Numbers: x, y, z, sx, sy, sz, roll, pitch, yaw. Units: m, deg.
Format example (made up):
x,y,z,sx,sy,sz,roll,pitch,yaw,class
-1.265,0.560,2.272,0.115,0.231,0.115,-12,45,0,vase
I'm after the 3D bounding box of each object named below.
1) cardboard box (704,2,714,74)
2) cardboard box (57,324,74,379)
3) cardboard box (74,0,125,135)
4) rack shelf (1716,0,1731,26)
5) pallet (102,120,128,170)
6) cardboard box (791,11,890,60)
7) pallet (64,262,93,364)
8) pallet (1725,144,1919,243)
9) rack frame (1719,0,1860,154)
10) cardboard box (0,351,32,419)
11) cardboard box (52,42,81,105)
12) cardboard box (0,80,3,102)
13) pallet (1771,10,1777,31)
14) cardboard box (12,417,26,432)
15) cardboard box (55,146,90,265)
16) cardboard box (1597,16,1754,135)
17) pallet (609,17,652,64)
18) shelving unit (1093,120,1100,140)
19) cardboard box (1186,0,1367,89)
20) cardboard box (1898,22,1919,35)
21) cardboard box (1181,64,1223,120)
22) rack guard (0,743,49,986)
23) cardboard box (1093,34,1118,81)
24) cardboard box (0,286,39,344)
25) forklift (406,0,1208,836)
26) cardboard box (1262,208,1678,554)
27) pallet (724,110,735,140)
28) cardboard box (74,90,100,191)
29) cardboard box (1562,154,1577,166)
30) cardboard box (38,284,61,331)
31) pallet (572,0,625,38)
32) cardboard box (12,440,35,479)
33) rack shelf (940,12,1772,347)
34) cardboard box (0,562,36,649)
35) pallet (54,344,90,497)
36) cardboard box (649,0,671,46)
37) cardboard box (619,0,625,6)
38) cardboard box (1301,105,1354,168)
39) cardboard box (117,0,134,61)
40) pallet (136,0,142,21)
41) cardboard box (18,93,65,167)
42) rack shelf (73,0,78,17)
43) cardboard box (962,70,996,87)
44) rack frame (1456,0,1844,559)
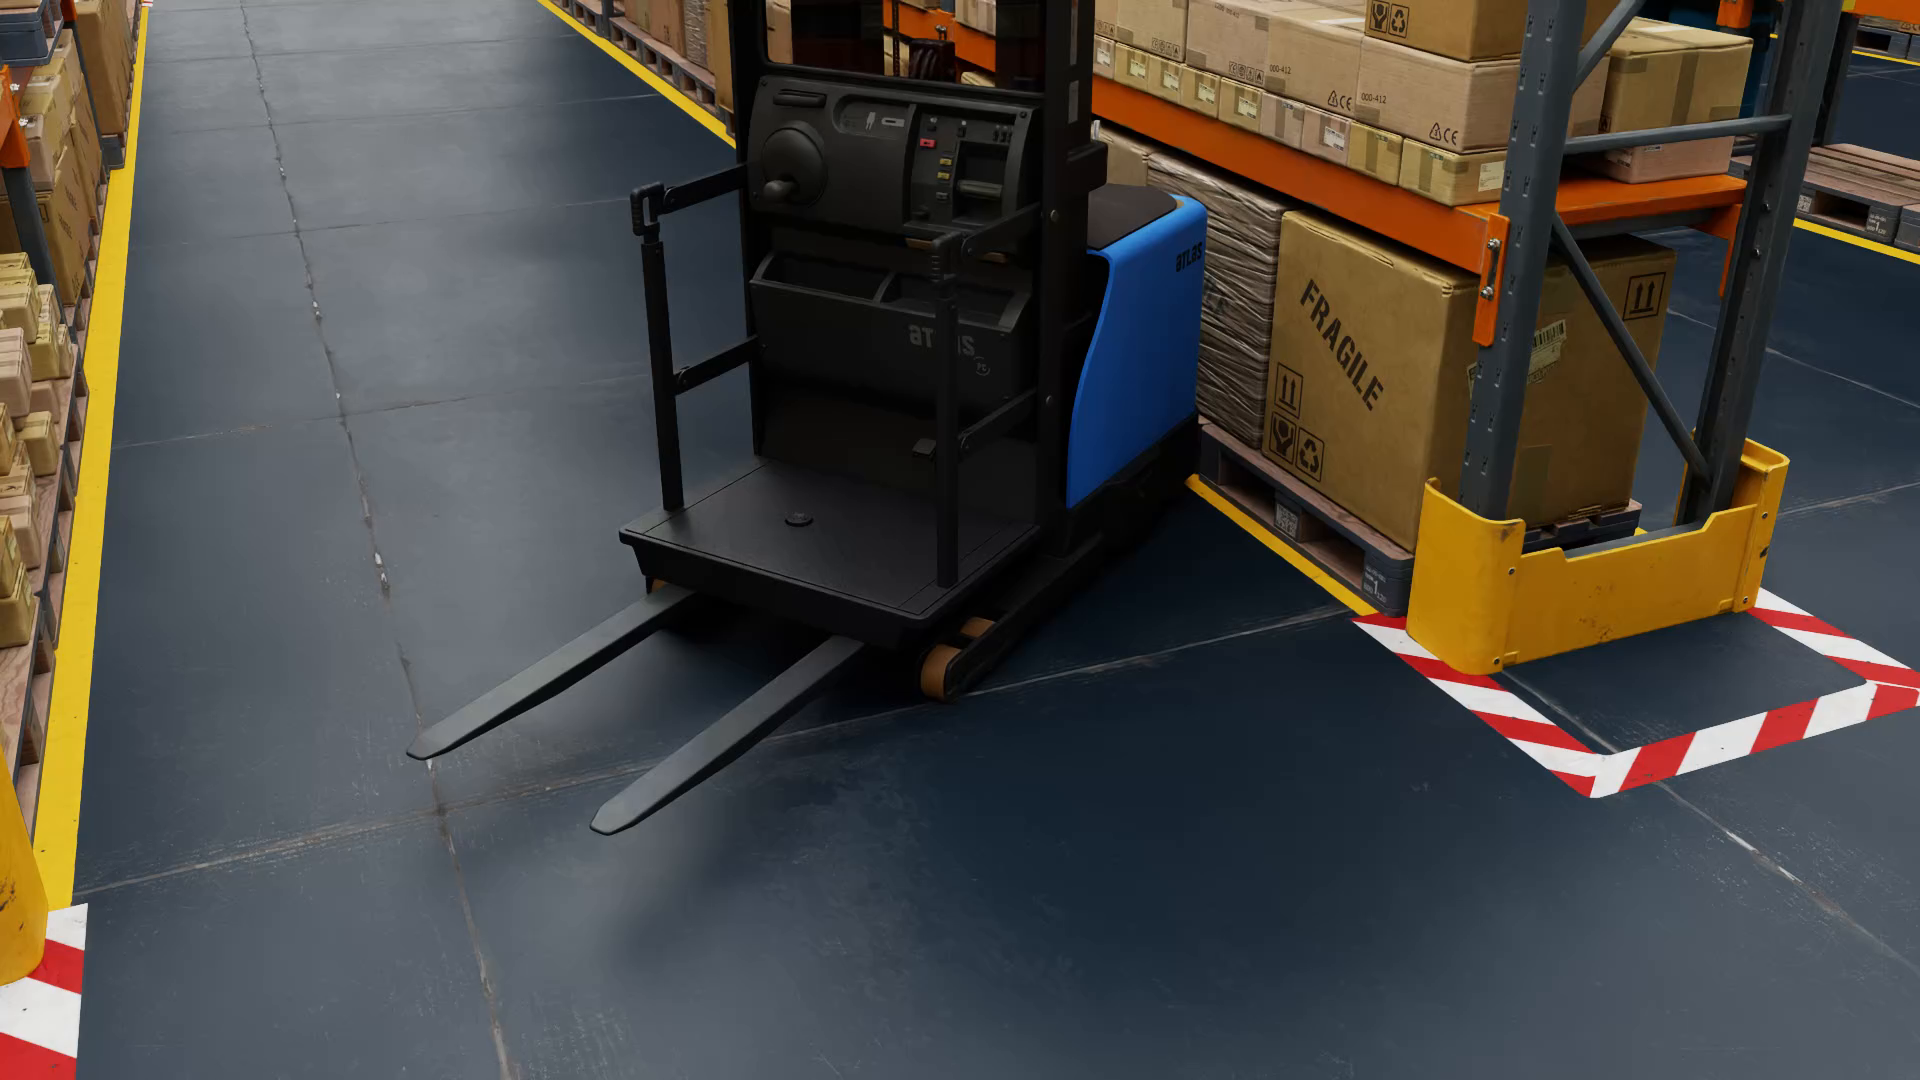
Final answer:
x,y,z,sx,sy,sz,roll,pitch,yaw,class
-1.454,-3.687,12.231,0.700,0.500,0.500,-12,29,-23,cardboard box
-3.743,-0.727,6.591,0.380,0.149,0.250,-10,28,-20,cardboard box
-5.933,-2.973,10.506,1.050,0.750,0.750,-11,28,-21,cardboard box
4.167,-4.066,11.479,1.077,0.370,4.000,-11,28,-21,rack shelf
-6.016,-2.612,10.860,1.003,0.211,1.213,-11,28,-21,pallet
-0.227,-2.580,9.559,1.225,0.875,0.875,-12,28,-22,cardboard box
-4.517,-0.980,7.517,1.003,0.211,1.213,-11,28,-21,pallet
5.274,-2.039,9.685,1.003,0.211,1.213,-11,28,-21,pallet
4.950,-3.582,9.667,1.000,3.000,0.127,-11,28,-21,rack frame
-3.253,-0.482,5.410,0.380,0.149,0.250,-12,28,-22,cardboard box
-5.060,-2.504,8.975,0.500,0.250,0.500,-10,28,-20,cardboard box
-3.682,-1.646,5.989,0.380,0.149,0.250,-11,28,-22,cardboard box
7.656,-5.132,16.021,1.003,0.211,1.213,-11,28,-21,pallet
-3.430,-0.458,5.702,0.380,0.149,0.250,-10,28,-19,cardboard box
-4.465,-1.542,7.860,0.500,0.500,0.500,-9,28,-18,cardboard box
2.020,-1.422,5.077,0.500,0.250,0.500,-11,28,-22,cardboard box
-2.434,-4.393,14.508,1.003,0.211,1.213,-11,28,-21,pallet
0.226,-1.035,6.481,0.503,1.200,0.258,13,25,25,shelving unit
1.128,-1.743,5.732,0.500,0.250,0.500,-12,28,-22,cardboard box
8.260,-4.474,13.842,0.500,0.500,0.500,-11,28,-21,cardboard box
1.014,-1.607,5.909,0.380,0.149,0.250,-10,28,-20,cardboard box
-2.674,0.788,3.566,1.175,0.500,0.348,-11,28,-21,rack guard
0.711,-1.918,6.546,0.380,0.149,0.250,-10,28,-20,cardboard box
-3.591,-0.800,6.062,0.380,0.149,0.250,-11,28,-21,cardboard box
-0.324,-1.080,4.621,1.130,2.935,3.031,15,30,27,forklift
1.635,-0.595,5.492,0.875,0.875,0.875,-11,28,-21,cardboard box
-0.934,-2.761,11.165,1.003,0.211,1.213,-11,28,-21,pallet
-5.079,-2.169,9.143,0.500,0.500,0.500,-9,28,-19,cardboard box
2.022,-1.306,5.293,0.380,0.149,0.250,-11,28,-21,cardboard box
-3.795,-0.888,6.582,0.380,0.149,0.250,-10,28,-20,cardboard box
-3.036,-4.972,15.694,1.003,0.211,1.213,-11,28,-21,pallet
-3.298,-0.193,5.496,0.380,0.149,0.250,-10,28,-20,cardboard box
1.176,-1.600,6.428,1.077,0.370,4.000,-11,28,-21,rack shelf
-2.835,0.209,4.675,0.380,0.149,0.250,-10,28,-20,cardboard box
-3.915,-0.401,6.331,1.003,0.211,1.213,-11,28,-21,pallet
-2.130,-4.362,13.612,0.700,0.500,0.500,-13,29,-25,cardboard box
-2.860,-5.194,15.340,0.500,0.500,0.500,-11,28,-22,cardboard box
1.316,-1.297,5.274,0.380,0.149,0.250,-11,28,-20,cardboard box
-7.018,-4.092,12.797,1.050,0.750,0.750,-11,28,-21,cardboard box
-8.525,-5.201,16.163,1.003,0.211,1.213,-11,28,-21,pallet
-4.468,-1.880,7.698,0.500,0.250,0.500,-10,28,-19,cardboard box
-6.560,-4.018,11.381,1.077,0.370,4.000,-11,28,-21,rack shelf
0.578,-1.685,7.724,0.875,0.875,0.875,-11,28,-21,cardboard box
1.959,-1.116,4.617,1.000,3.000,0.127,-11,28,-21,rack frame
